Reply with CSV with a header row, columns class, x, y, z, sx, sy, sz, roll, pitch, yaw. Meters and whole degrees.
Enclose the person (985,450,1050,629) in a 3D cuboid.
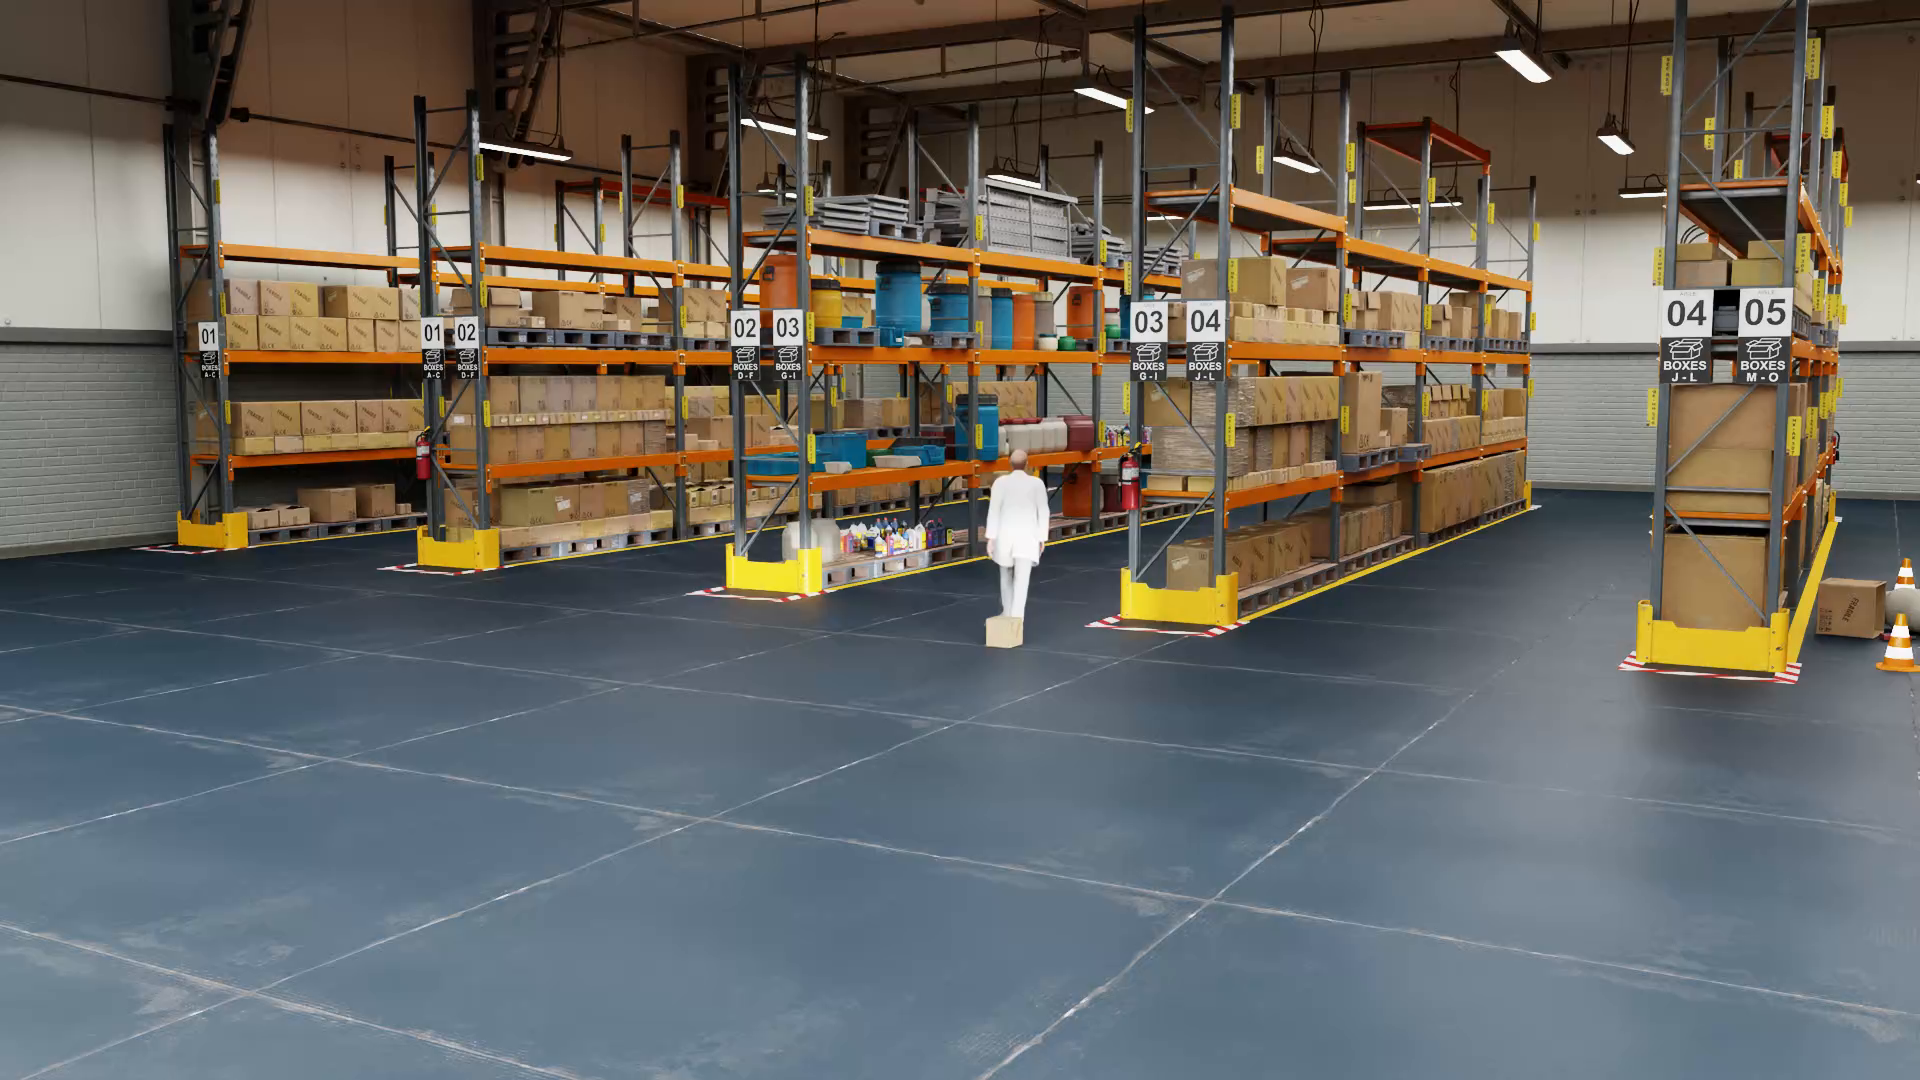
class,x,y,z,sx,sy,sz,roll,pitch,yaw
person,0.572,-0.026,16.224,0.607,1.713,1.099,1,6,7
